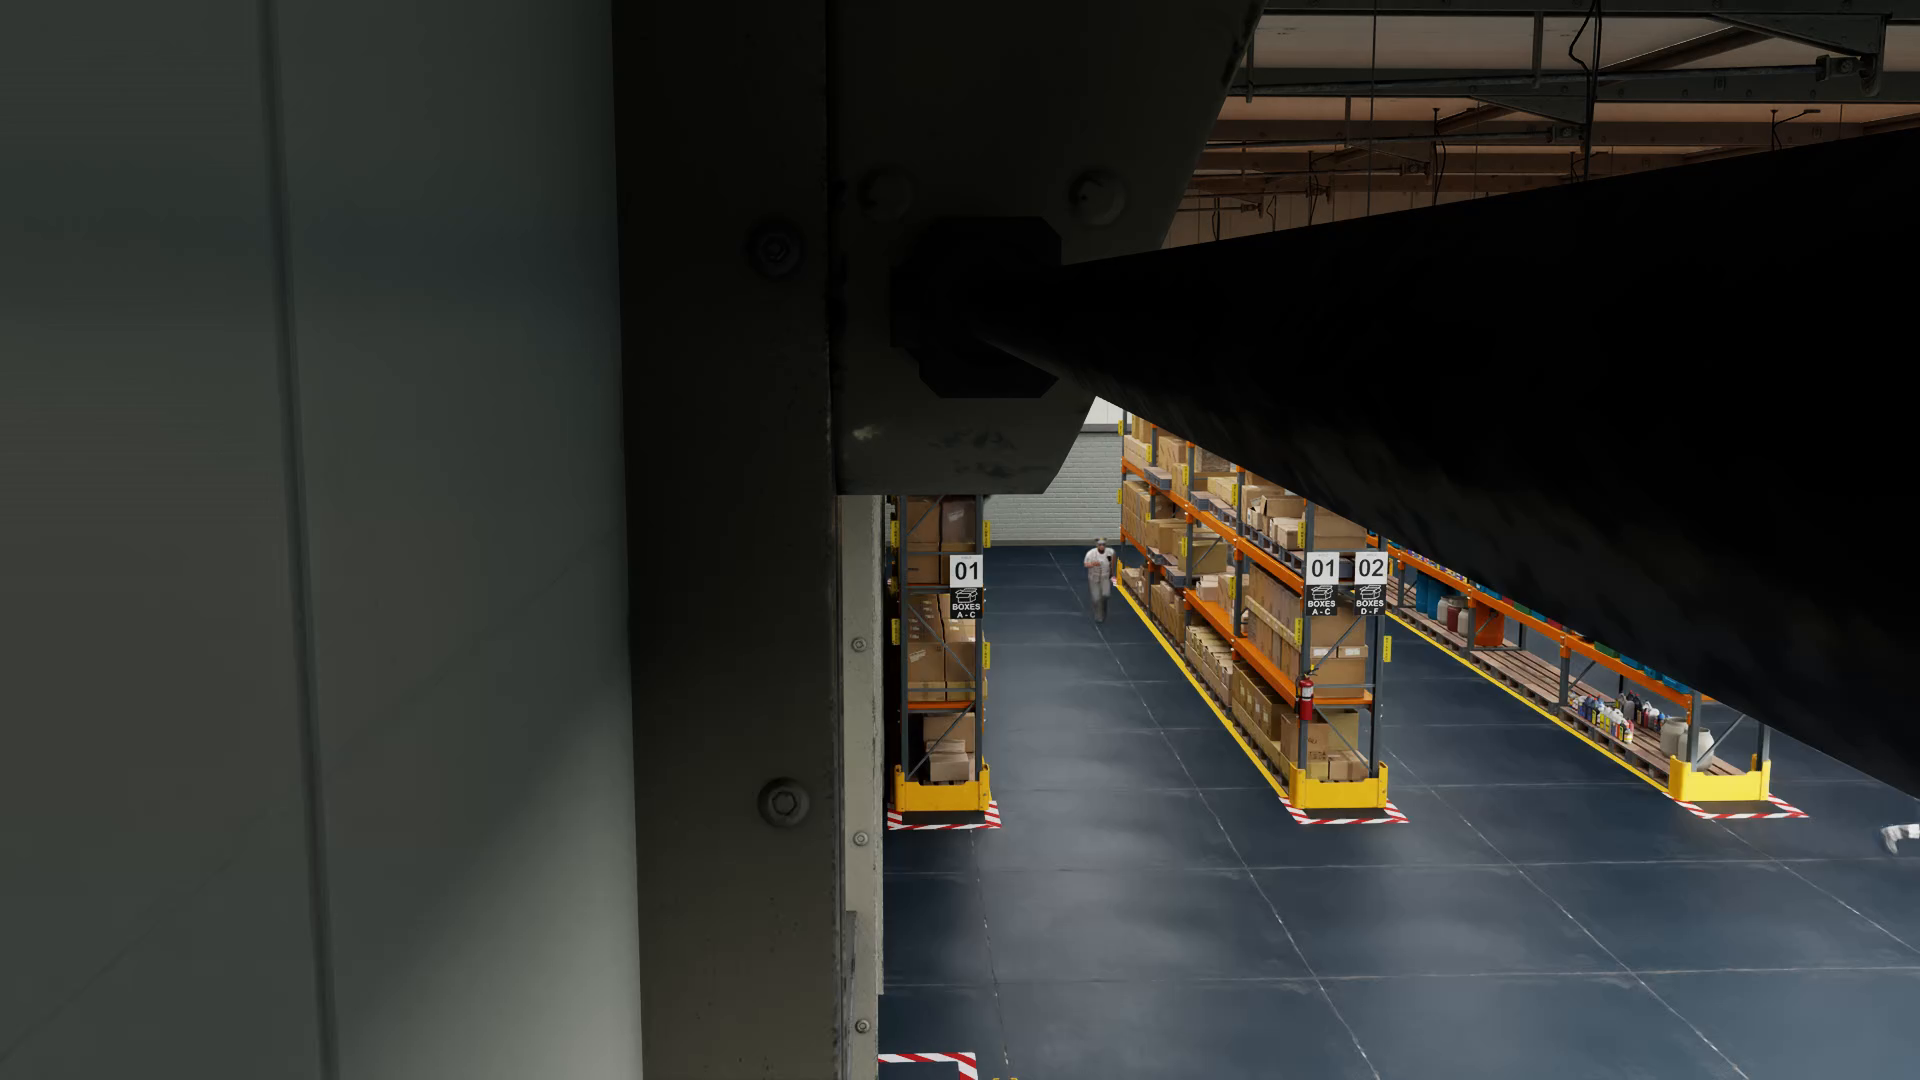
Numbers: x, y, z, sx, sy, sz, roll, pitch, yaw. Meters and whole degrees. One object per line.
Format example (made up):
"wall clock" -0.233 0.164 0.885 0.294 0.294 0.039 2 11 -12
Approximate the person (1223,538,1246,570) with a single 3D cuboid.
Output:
"person" 5.901 0.284 35.979 0.590 1.601 0.649 -3 9 -18

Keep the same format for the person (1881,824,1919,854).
"person" 10.662 2.831 18.252 0.918 1.723 0.659 4 9 23

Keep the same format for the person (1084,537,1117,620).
"person" 2.711 0.747 32.082 0.642 1.693 0.869 0 8 1
